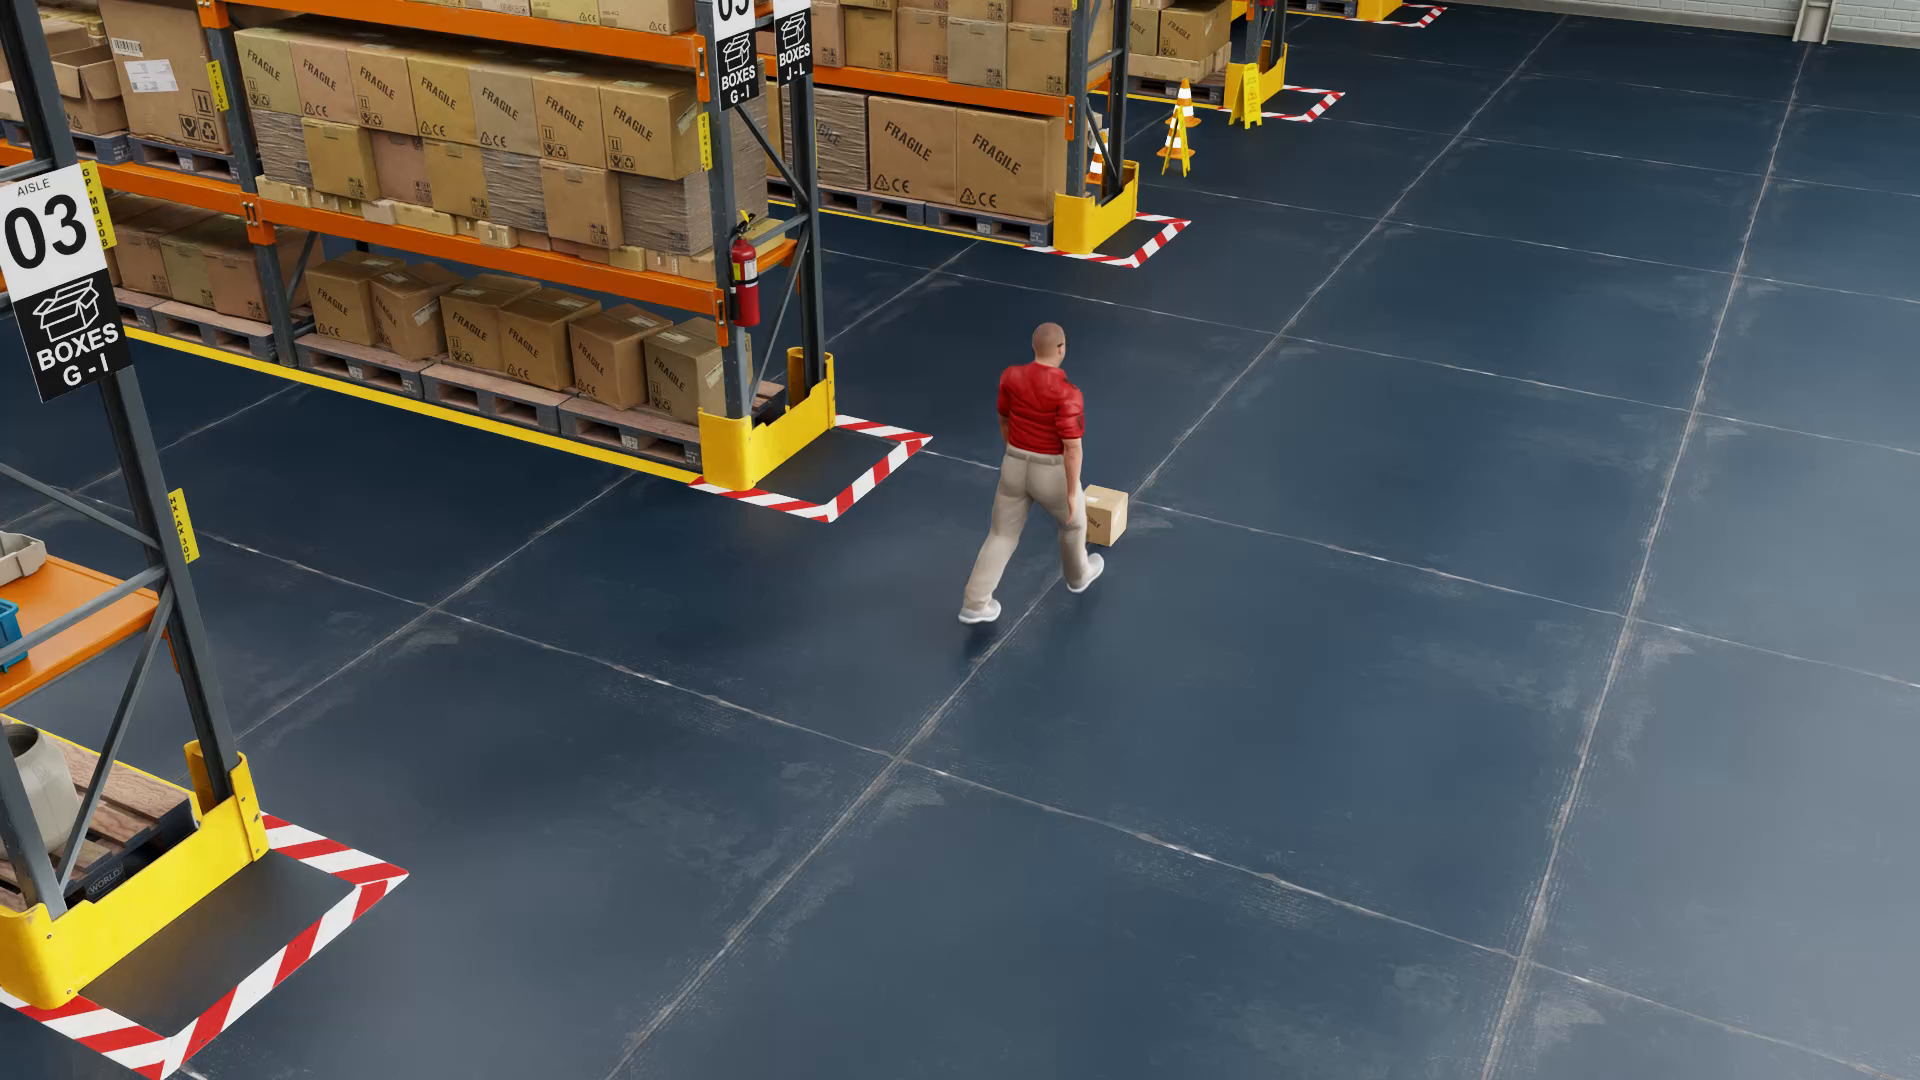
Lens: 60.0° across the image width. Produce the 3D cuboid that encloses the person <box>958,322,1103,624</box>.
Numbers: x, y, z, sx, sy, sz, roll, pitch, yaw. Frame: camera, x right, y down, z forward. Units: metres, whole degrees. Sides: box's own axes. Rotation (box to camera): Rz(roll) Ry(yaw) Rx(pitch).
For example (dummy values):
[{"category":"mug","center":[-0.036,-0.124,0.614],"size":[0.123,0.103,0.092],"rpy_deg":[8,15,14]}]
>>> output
[{"category":"person","center":[0.436,-0.365,8.963],"size":[0.557,1.677,1.056],"rpy_deg":[16,34,26]}]
